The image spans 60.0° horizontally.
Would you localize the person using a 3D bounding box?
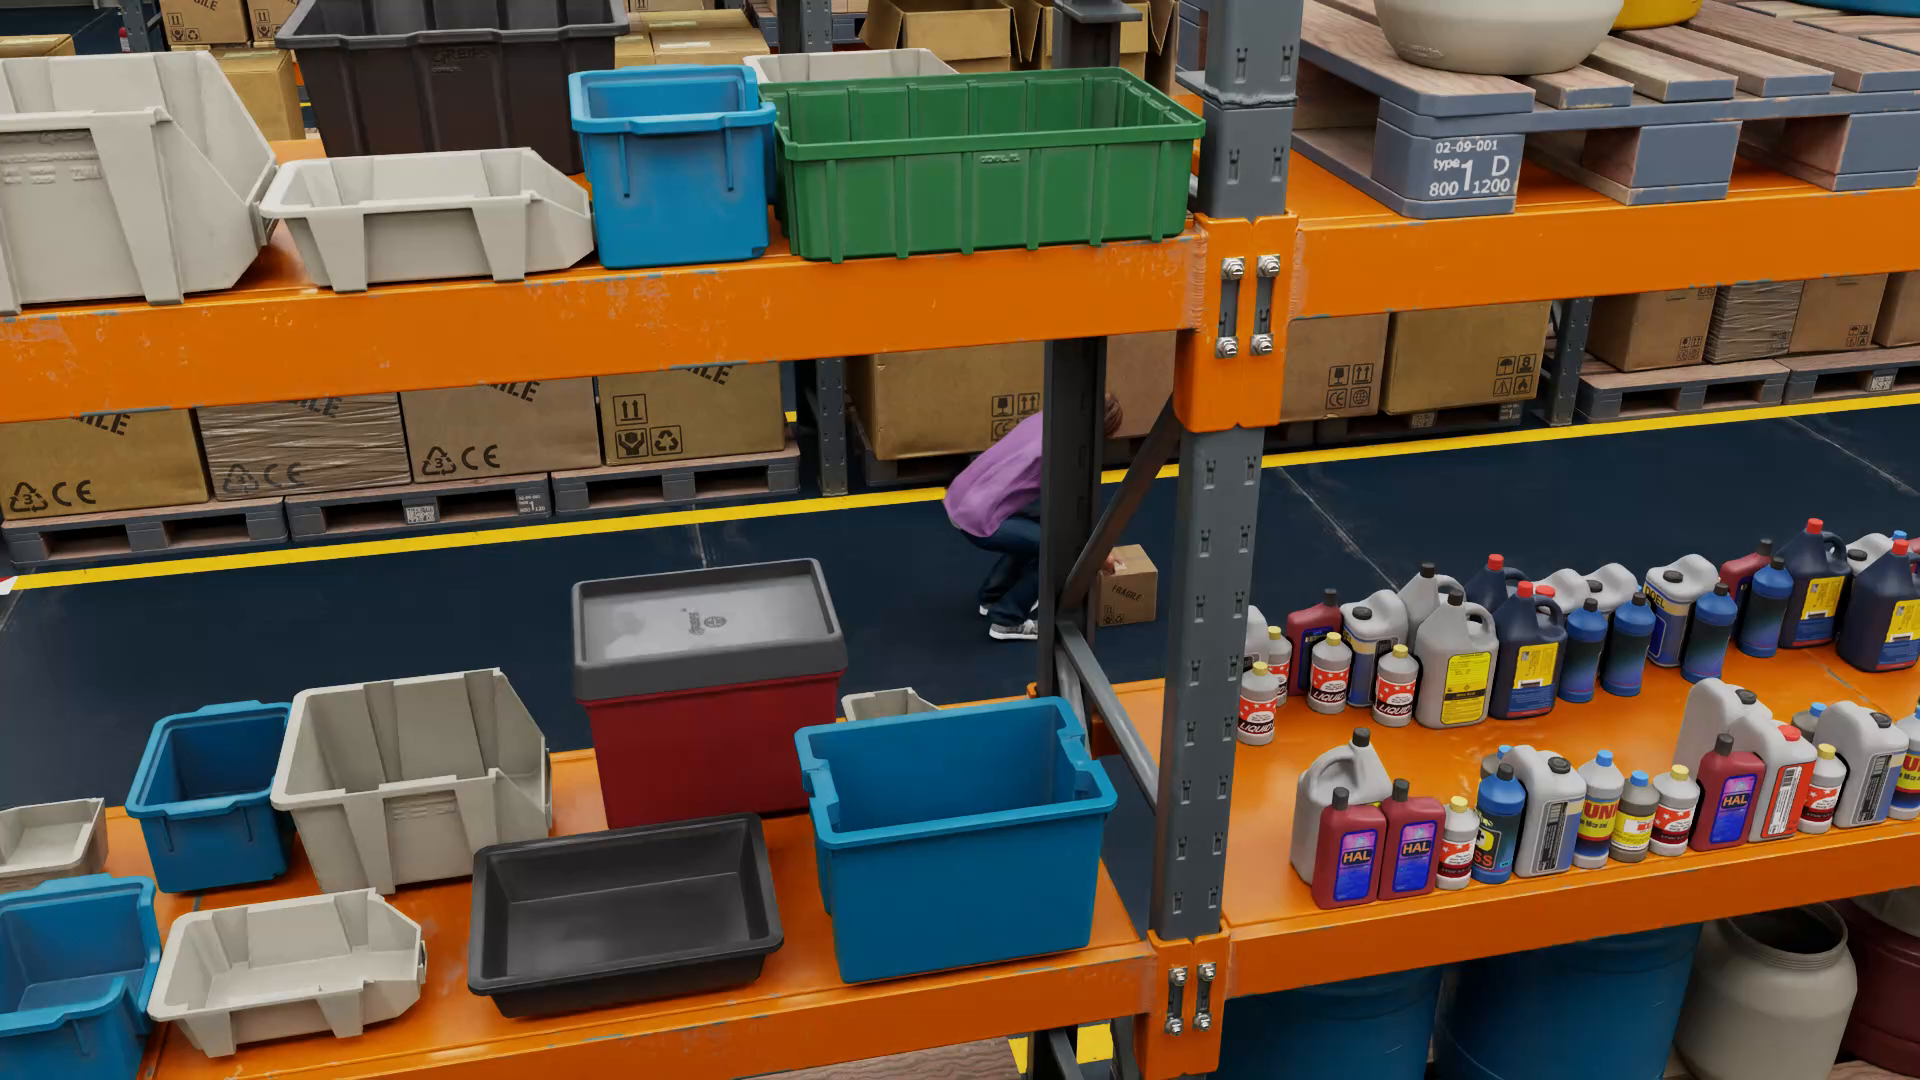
[{"bbox_3d":[0.304,-0.114,6.985,0.768,1.022,0.457,-6,28,-12],"label":"person"}]
